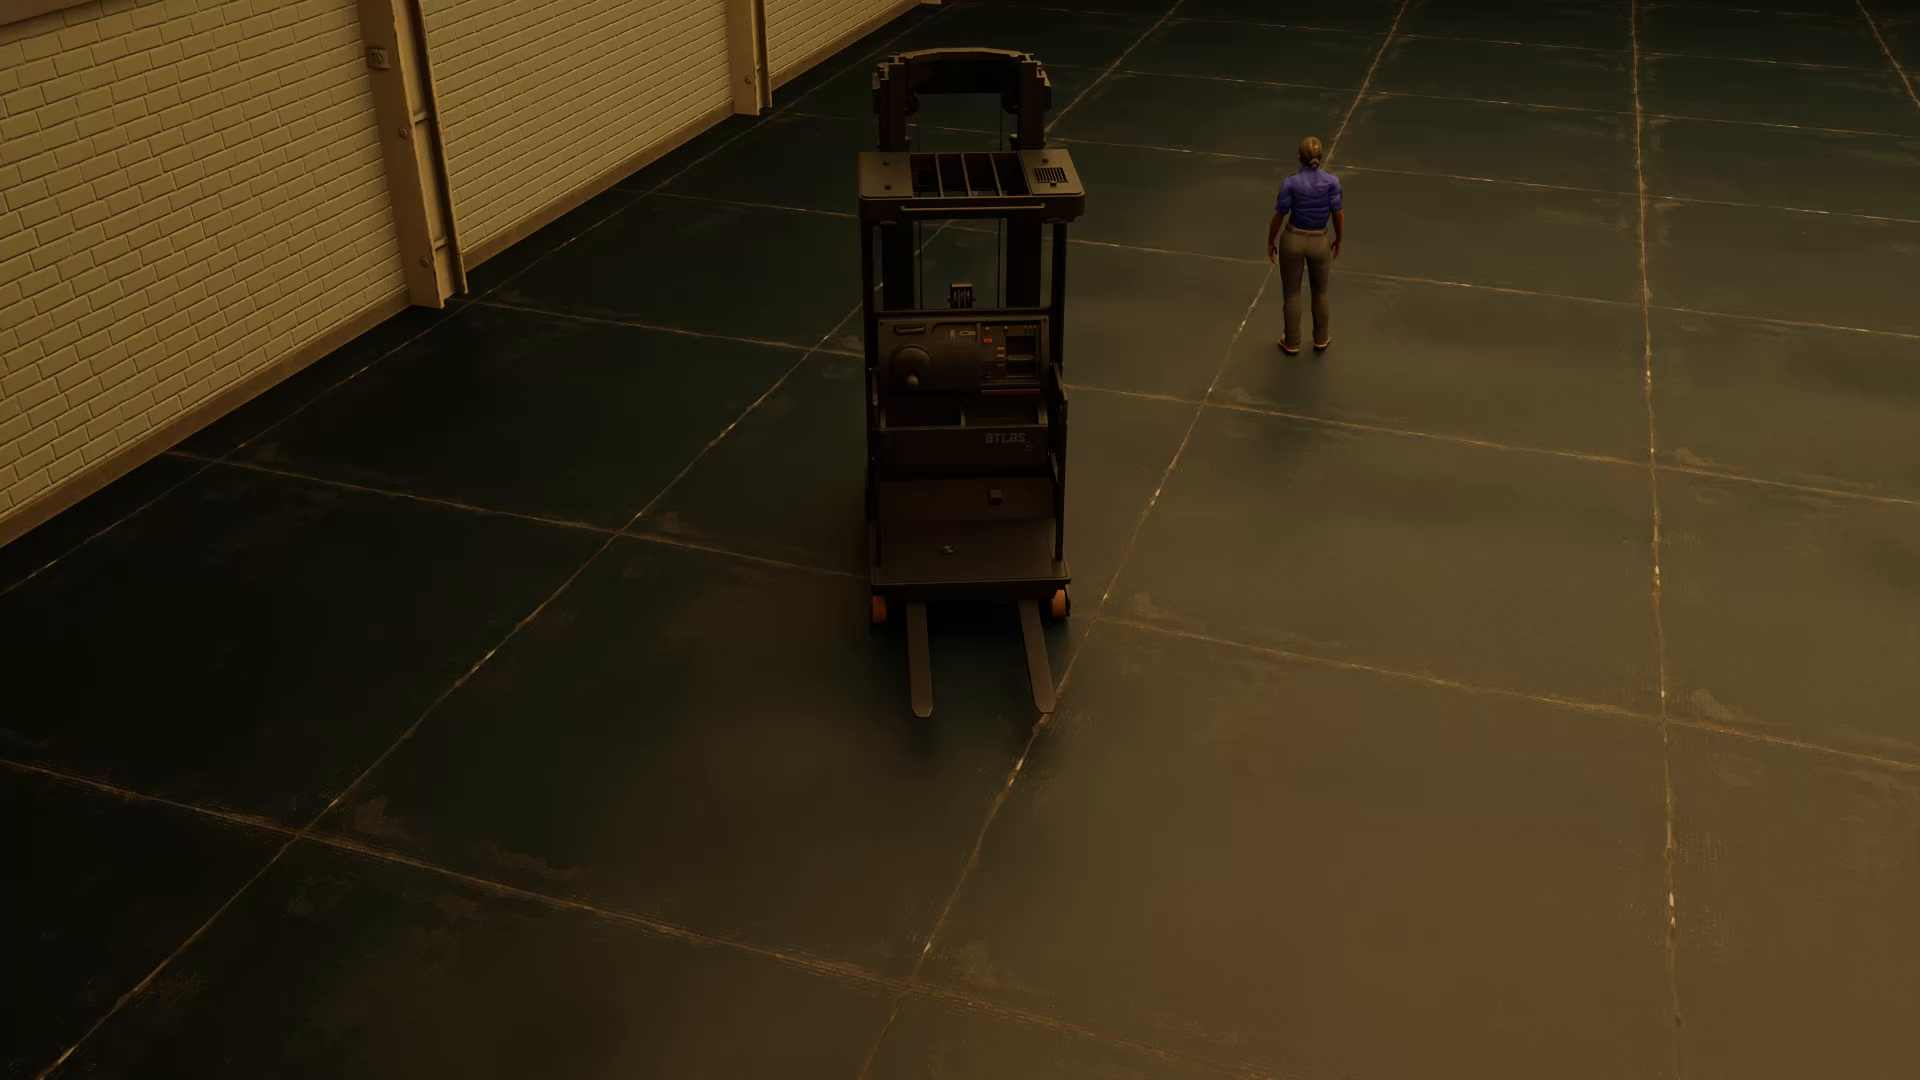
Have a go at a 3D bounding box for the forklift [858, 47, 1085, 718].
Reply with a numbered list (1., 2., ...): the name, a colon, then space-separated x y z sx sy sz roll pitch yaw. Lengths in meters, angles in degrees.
1. forklift: 0.035 -0.972 8.842 1.130 2.935 3.031 -2 30 -3

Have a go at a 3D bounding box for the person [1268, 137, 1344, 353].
1. person: 2.546 -2.185 12.244 0.569 1.654 0.504 2 30 4
